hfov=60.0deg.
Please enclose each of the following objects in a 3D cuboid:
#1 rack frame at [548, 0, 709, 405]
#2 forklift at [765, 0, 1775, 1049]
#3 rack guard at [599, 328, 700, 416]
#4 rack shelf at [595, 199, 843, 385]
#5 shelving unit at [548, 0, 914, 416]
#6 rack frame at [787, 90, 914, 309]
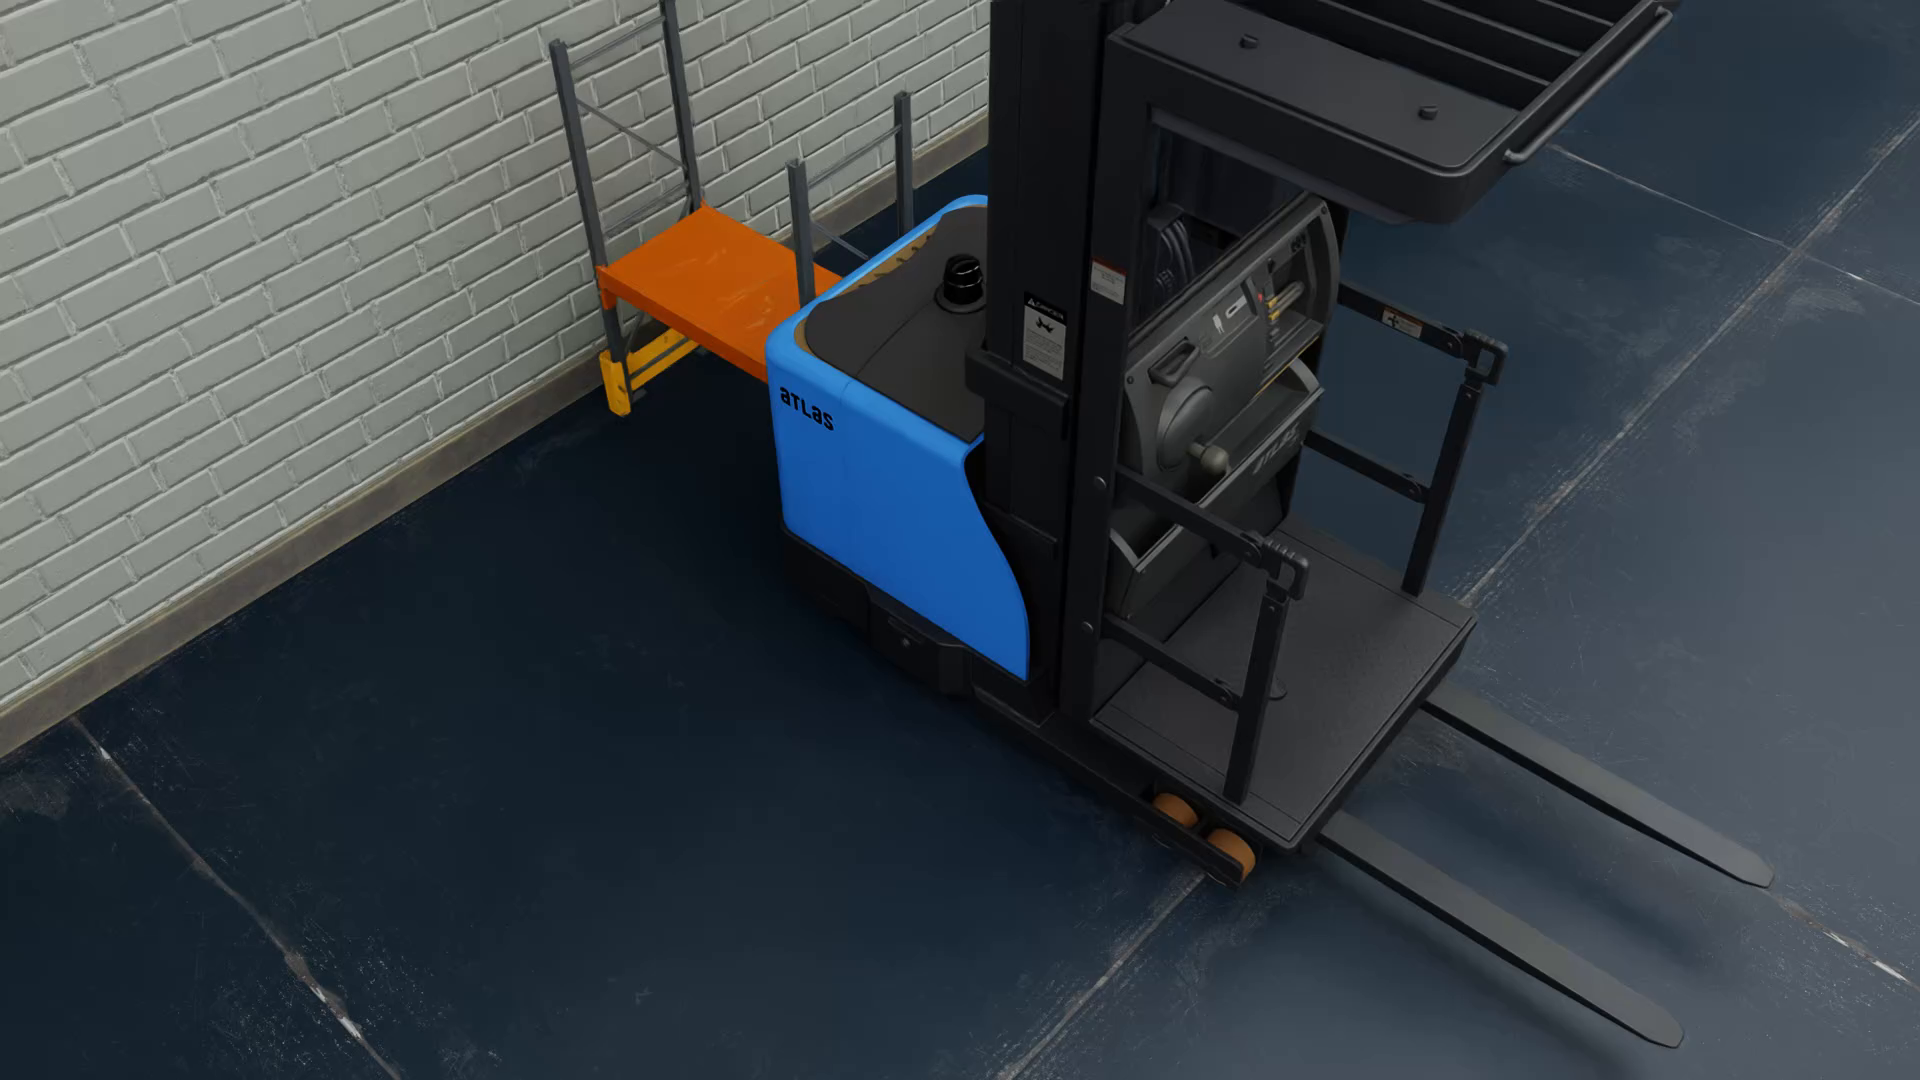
[{"bbox_3d":[-1.100,-1.152,5.803,0.032,1.500,0.500,31,54,26],"label":"rack frame"},{"bbox_3d":[0.868,-0.447,4.159,3.031,2.935,1.130,31,54,26],"label":"forklift"},{"bbox_3d":[-1.099,-0.724,6.258,0.087,0.250,0.587,31,54,26],"label":"rack guard"},{"bbox_3d":[-0.709,-0.793,5.713,1.000,0.185,0.538,31,54,26],"label":"rack shelf"},{"bbox_3d":[-0.716,-0.920,5.585,1.083,1.500,0.587,31,54,26],"label":"shelving unit"},{"bbox_3d":[-0.317,-0.680,5.360,0.032,1.500,0.500,31,54,26],"label":"rack frame"}]
